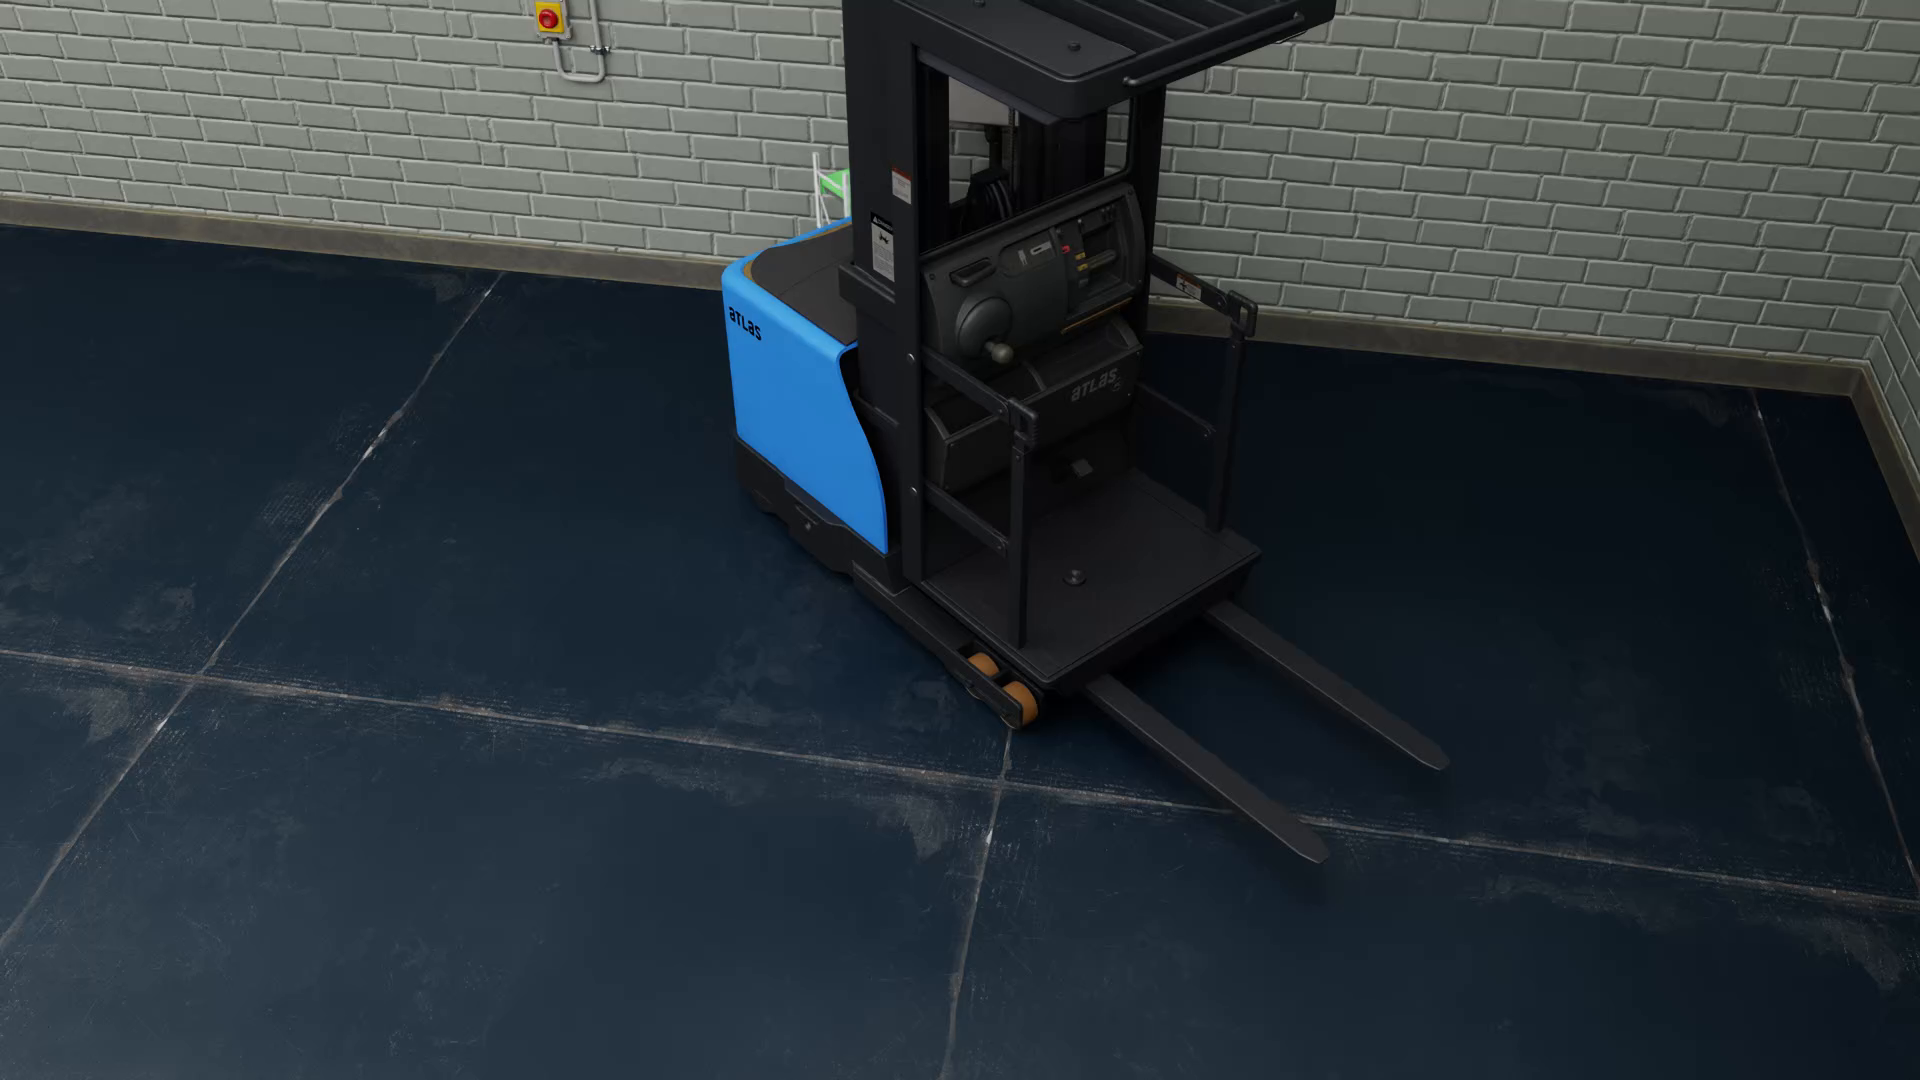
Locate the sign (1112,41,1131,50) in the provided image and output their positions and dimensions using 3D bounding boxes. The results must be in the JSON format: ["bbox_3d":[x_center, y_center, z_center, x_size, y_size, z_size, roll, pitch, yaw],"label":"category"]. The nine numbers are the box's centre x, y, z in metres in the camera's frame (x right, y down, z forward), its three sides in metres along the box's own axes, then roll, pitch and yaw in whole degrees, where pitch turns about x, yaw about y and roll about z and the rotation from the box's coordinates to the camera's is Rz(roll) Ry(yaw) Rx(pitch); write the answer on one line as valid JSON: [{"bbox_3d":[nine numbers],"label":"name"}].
[{"bbox_3d":[0.681,-2.164,7.088,0.329,0.494,0.001,6,40,8],"label":"sign"}]

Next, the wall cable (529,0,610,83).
[{"bbox_3d":[-1.885,-2.852,7.024,0.585,1.953,0.123,6,40,8],"label":"wall cable"}]

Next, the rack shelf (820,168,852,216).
[{"bbox_3d":[-0.327,-1.470,6.933,0.480,0.148,0.258,-25,46,-27],"label":"rack shelf"}]

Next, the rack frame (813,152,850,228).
[{"bbox_3d":[-0.522,-1.056,7.084,0.015,1.200,0.240,-25,46,-27],"label":"rack frame"}]

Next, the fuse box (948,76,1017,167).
[{"bbox_3d":[0.159,-1.629,7.377,0.539,1.711,0.414,6,40,8],"label":"fuse box"}]

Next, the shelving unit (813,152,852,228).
[{"bbox_3d":[-0.326,-1.149,7.197,0.503,1.200,0.258,-25,46,-27],"label":"shelving unit"}]

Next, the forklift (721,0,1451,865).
[{"bbox_3d":[0.403,-0.823,5.446,1.130,2.935,3.031,-28,47,-30],"label":"forklift"}]
